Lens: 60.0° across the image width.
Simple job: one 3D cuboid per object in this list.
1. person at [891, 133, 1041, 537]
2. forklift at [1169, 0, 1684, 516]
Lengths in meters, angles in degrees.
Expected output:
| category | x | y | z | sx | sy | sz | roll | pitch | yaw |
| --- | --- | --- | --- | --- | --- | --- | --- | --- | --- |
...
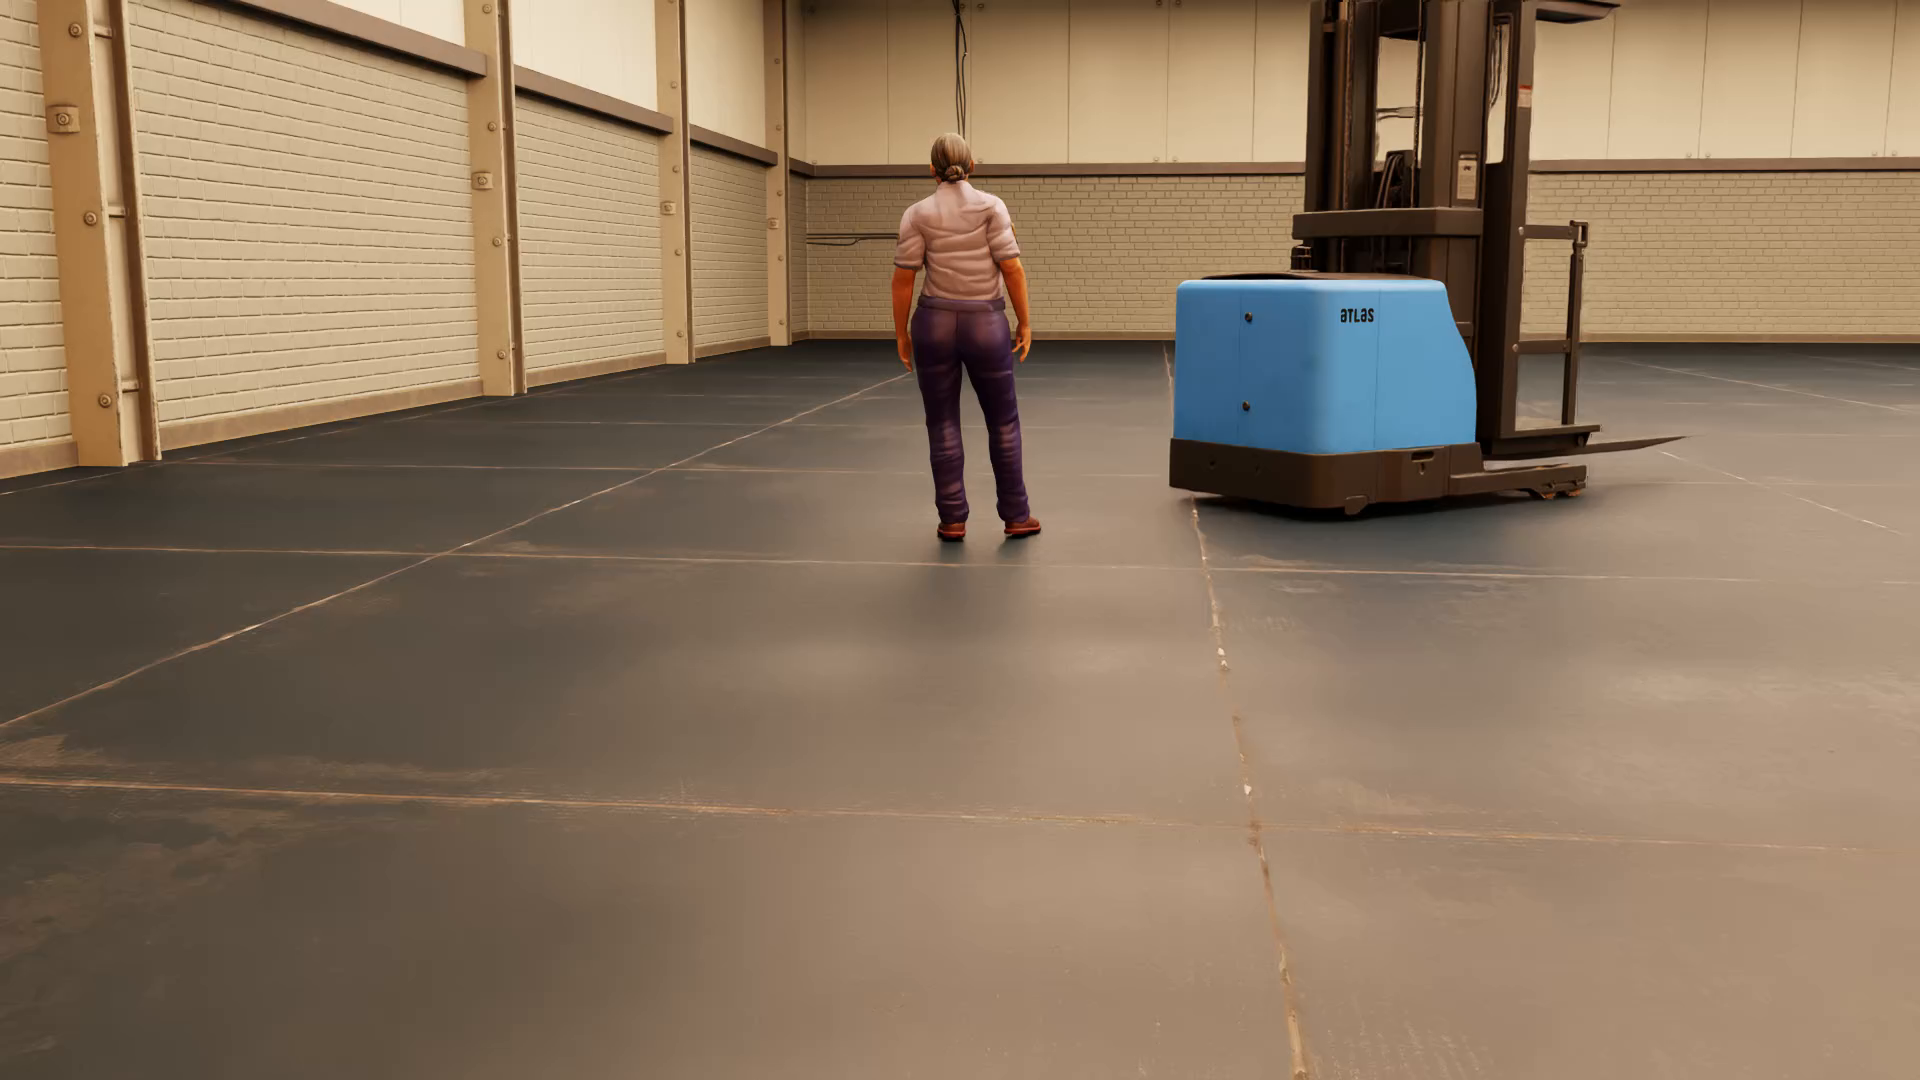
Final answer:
| category | x | y | z | sx | sy | sz | roll | pitch | yaw |
| --- | --- | --- | --- | --- | --- | --- | --- | --- | --- |
| person | 0.033 | -0.834 | 6.911 | 0.598 | 1.651 | 0.502 | 1 | 9 | 6 |
| forklift | 2.538 | -1.708 | 8.387 | 3.031 | 2.935 | 1.130 | -6 | 11 | -33 |
